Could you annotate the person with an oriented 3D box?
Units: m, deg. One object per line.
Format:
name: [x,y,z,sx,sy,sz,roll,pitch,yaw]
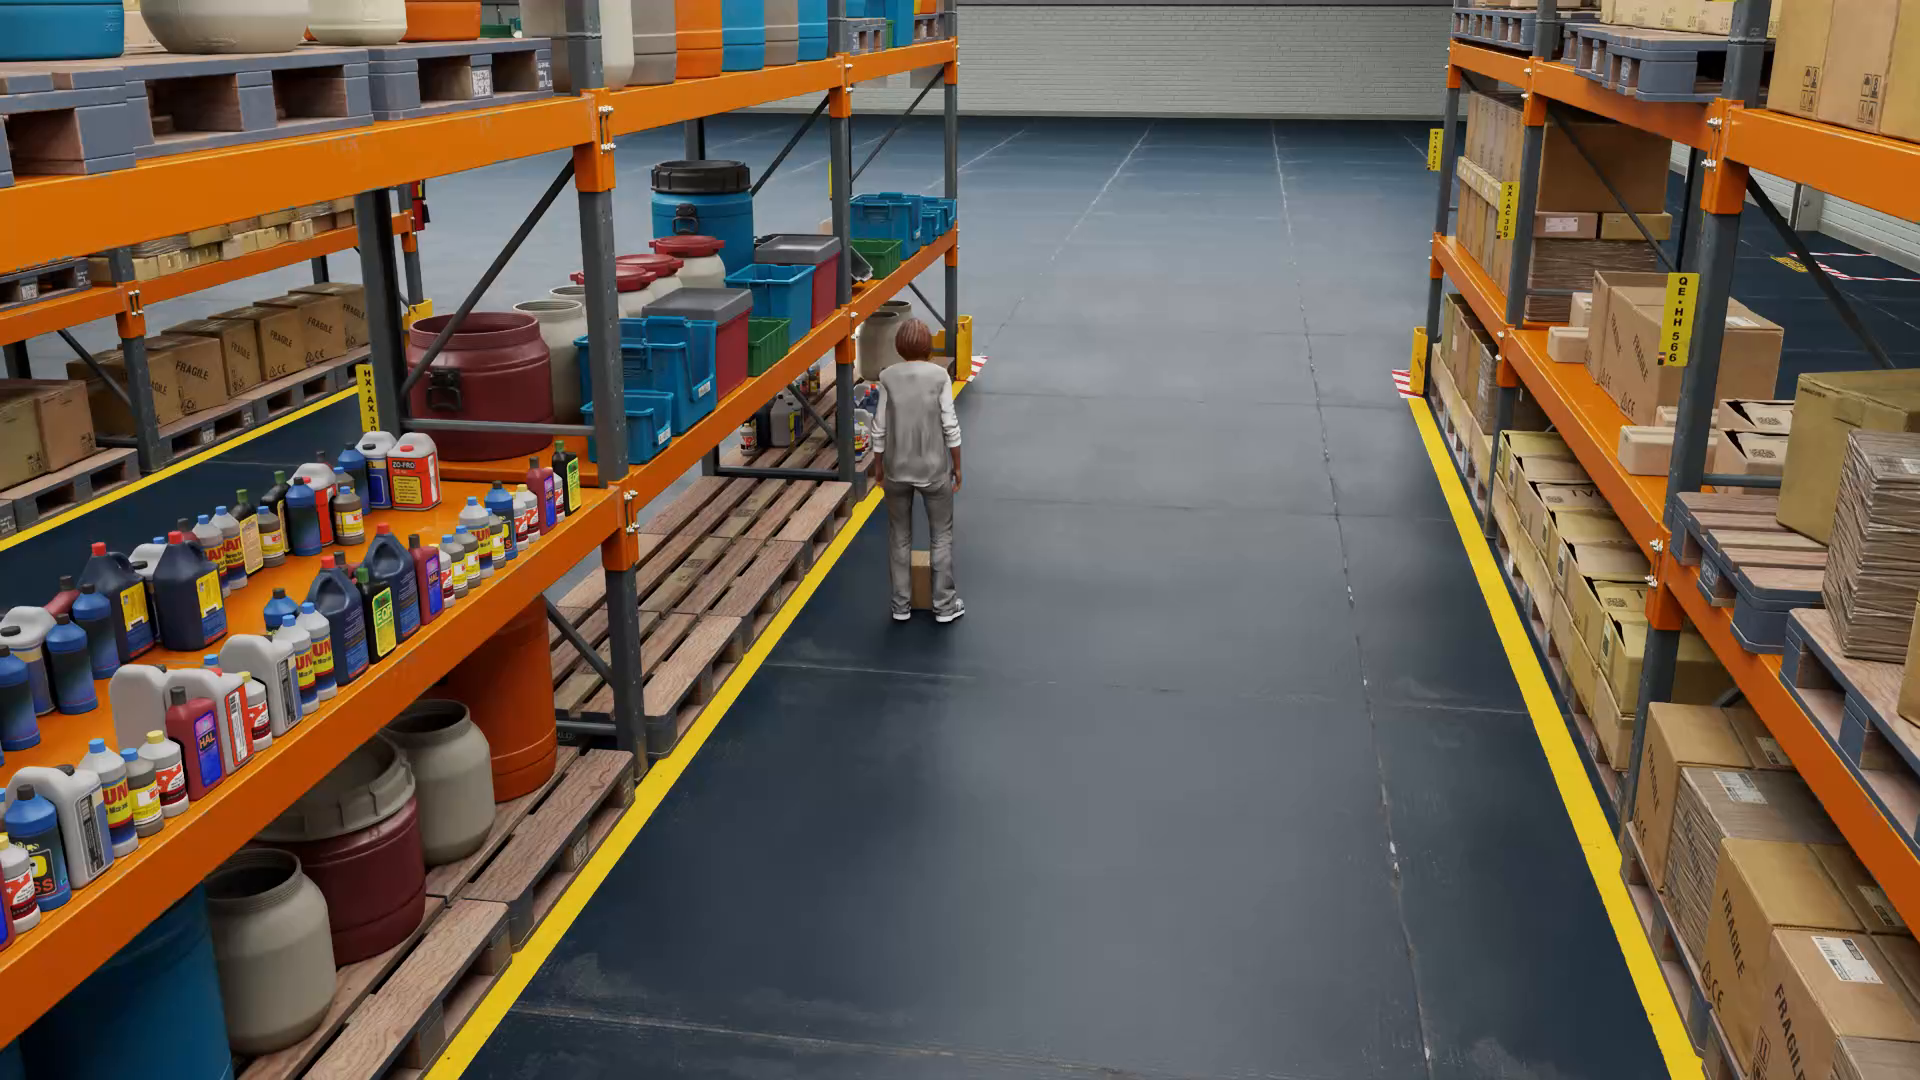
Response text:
person: [-0.219,-0.347,8.632,0.472,1.593,0.350,3,18,8]
